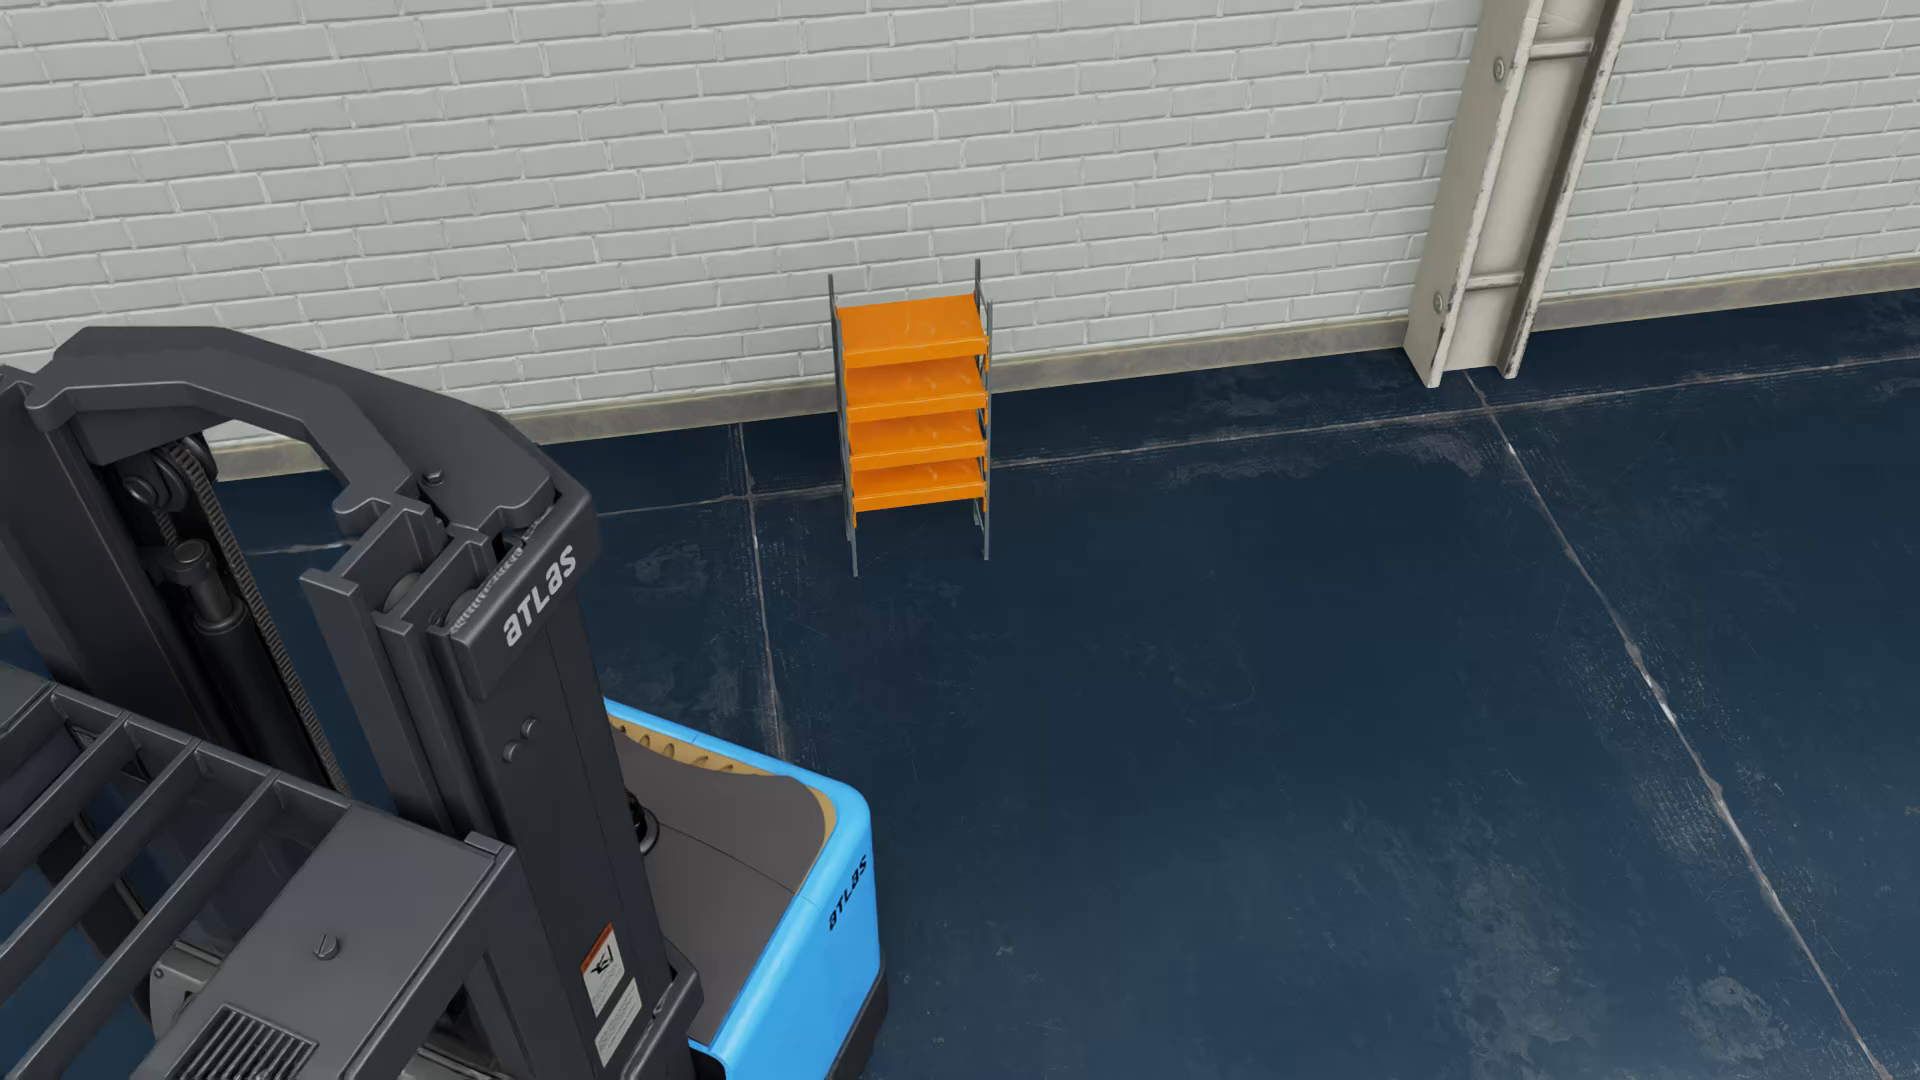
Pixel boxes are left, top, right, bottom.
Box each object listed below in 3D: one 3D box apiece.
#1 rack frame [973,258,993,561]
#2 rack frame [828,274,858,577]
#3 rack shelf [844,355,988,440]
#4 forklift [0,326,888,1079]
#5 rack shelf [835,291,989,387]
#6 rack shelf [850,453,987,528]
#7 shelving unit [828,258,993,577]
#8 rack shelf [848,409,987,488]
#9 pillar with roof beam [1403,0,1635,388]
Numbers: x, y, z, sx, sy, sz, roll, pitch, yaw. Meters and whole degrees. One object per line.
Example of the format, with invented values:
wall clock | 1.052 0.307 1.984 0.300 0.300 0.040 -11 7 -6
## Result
rack frame | 0.077 -0.426 5.827 0.015 1.200 0.240 -7 46 -7
rack frame | -0.404 -0.366 5.769 0.015 1.200 0.240 -7 46 -7
rack shelf | -0.163 -0.504 5.686 0.480 0.148 0.258 -7 46 -7
forklift | -1.250 1.202 3.057 1.130 2.935 3.031 17 48 16
rack shelf | -0.163 -0.669 5.515 0.480 0.148 0.258 -7 46 -7
rack shelf | -0.163 -0.212 5.990 0.480 0.148 0.258 -7 46 -7
shelving unit | -0.163 -0.396 5.798 0.503 1.200 0.258 -7 46 -7
rack shelf | -0.163 -0.349 5.847 0.480 0.148 0.258 -7 46 -7
pillar with roof beam | 2.826 -0.827 0.798 0.400 9.000 9.100 -7 46 -7
